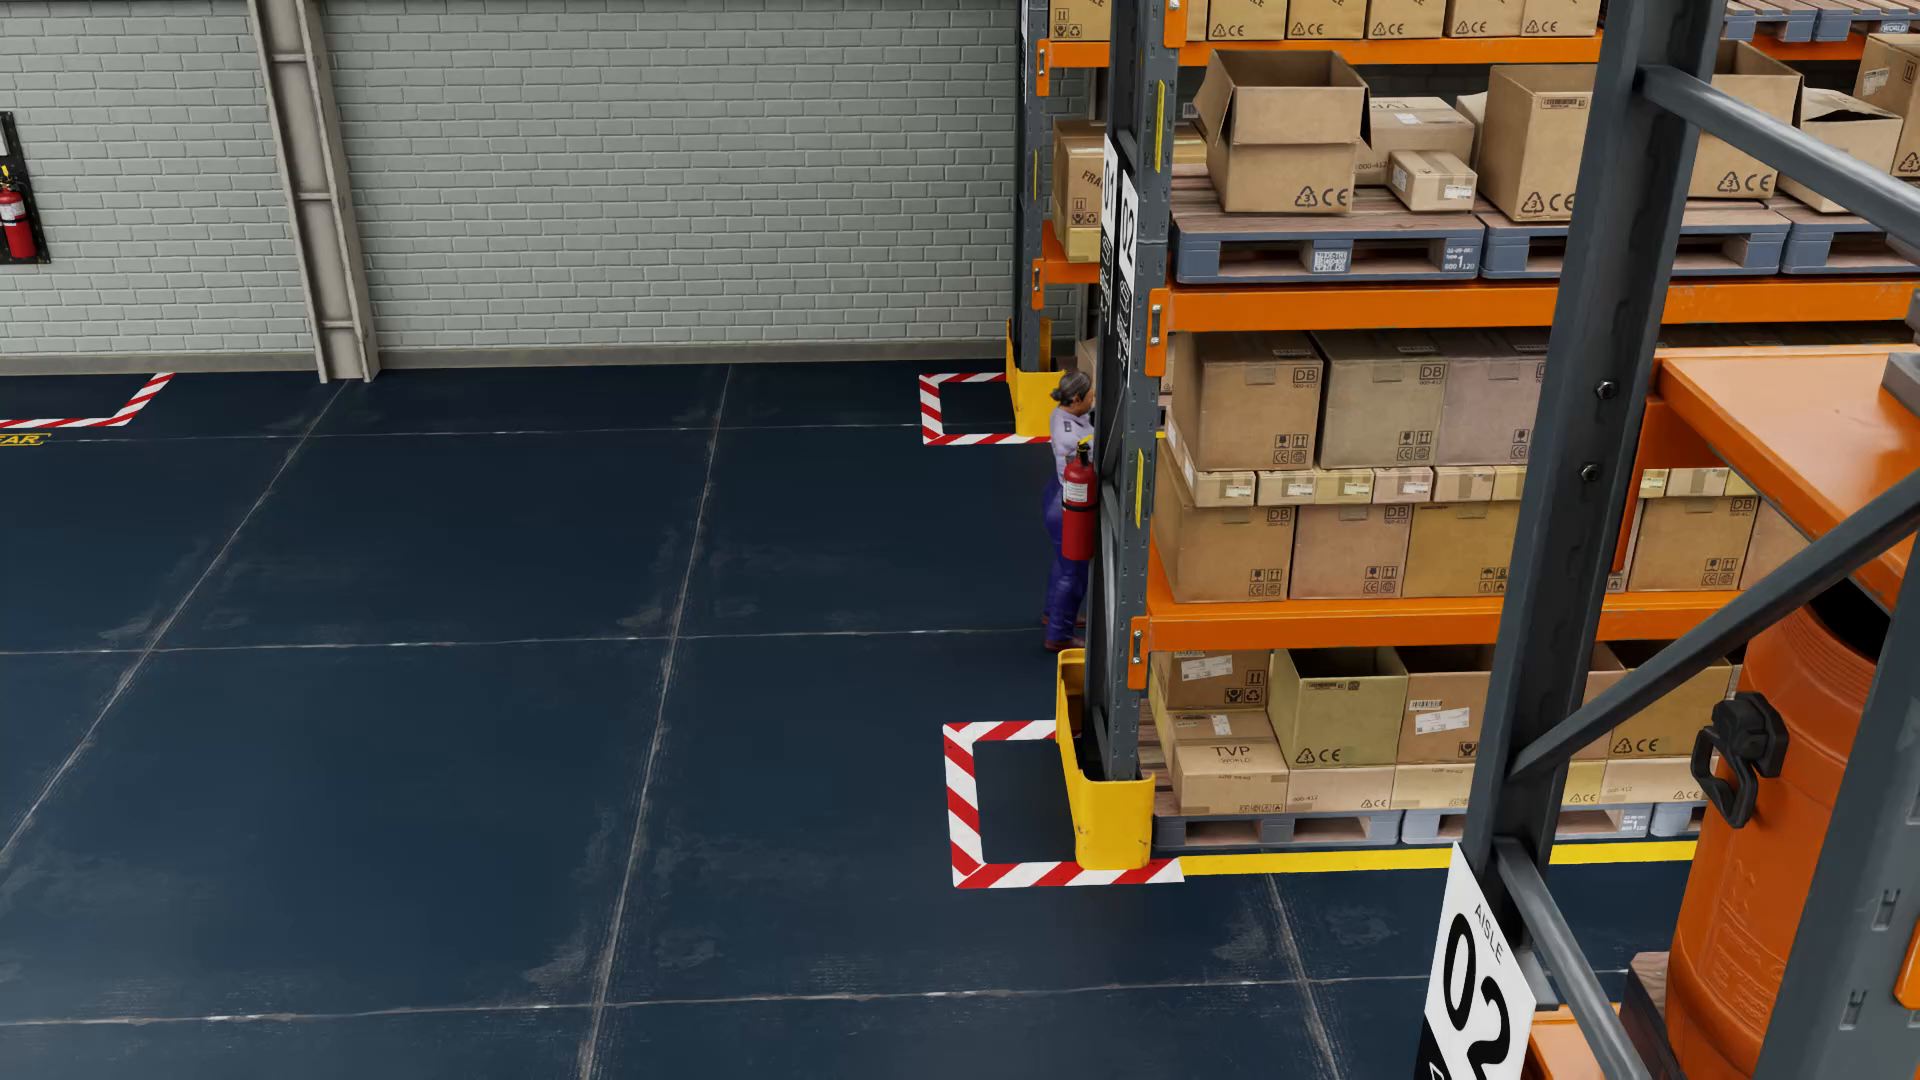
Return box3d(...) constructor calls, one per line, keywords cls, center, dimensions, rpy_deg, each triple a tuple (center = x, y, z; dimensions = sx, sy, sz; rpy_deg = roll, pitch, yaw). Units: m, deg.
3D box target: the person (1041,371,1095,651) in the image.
box3d(cls="person", center=(0.631, -0.176, 9.330), dimensions=(0.341, 1.648, 0.465), rpy_deg=(-1, 28, -2))
